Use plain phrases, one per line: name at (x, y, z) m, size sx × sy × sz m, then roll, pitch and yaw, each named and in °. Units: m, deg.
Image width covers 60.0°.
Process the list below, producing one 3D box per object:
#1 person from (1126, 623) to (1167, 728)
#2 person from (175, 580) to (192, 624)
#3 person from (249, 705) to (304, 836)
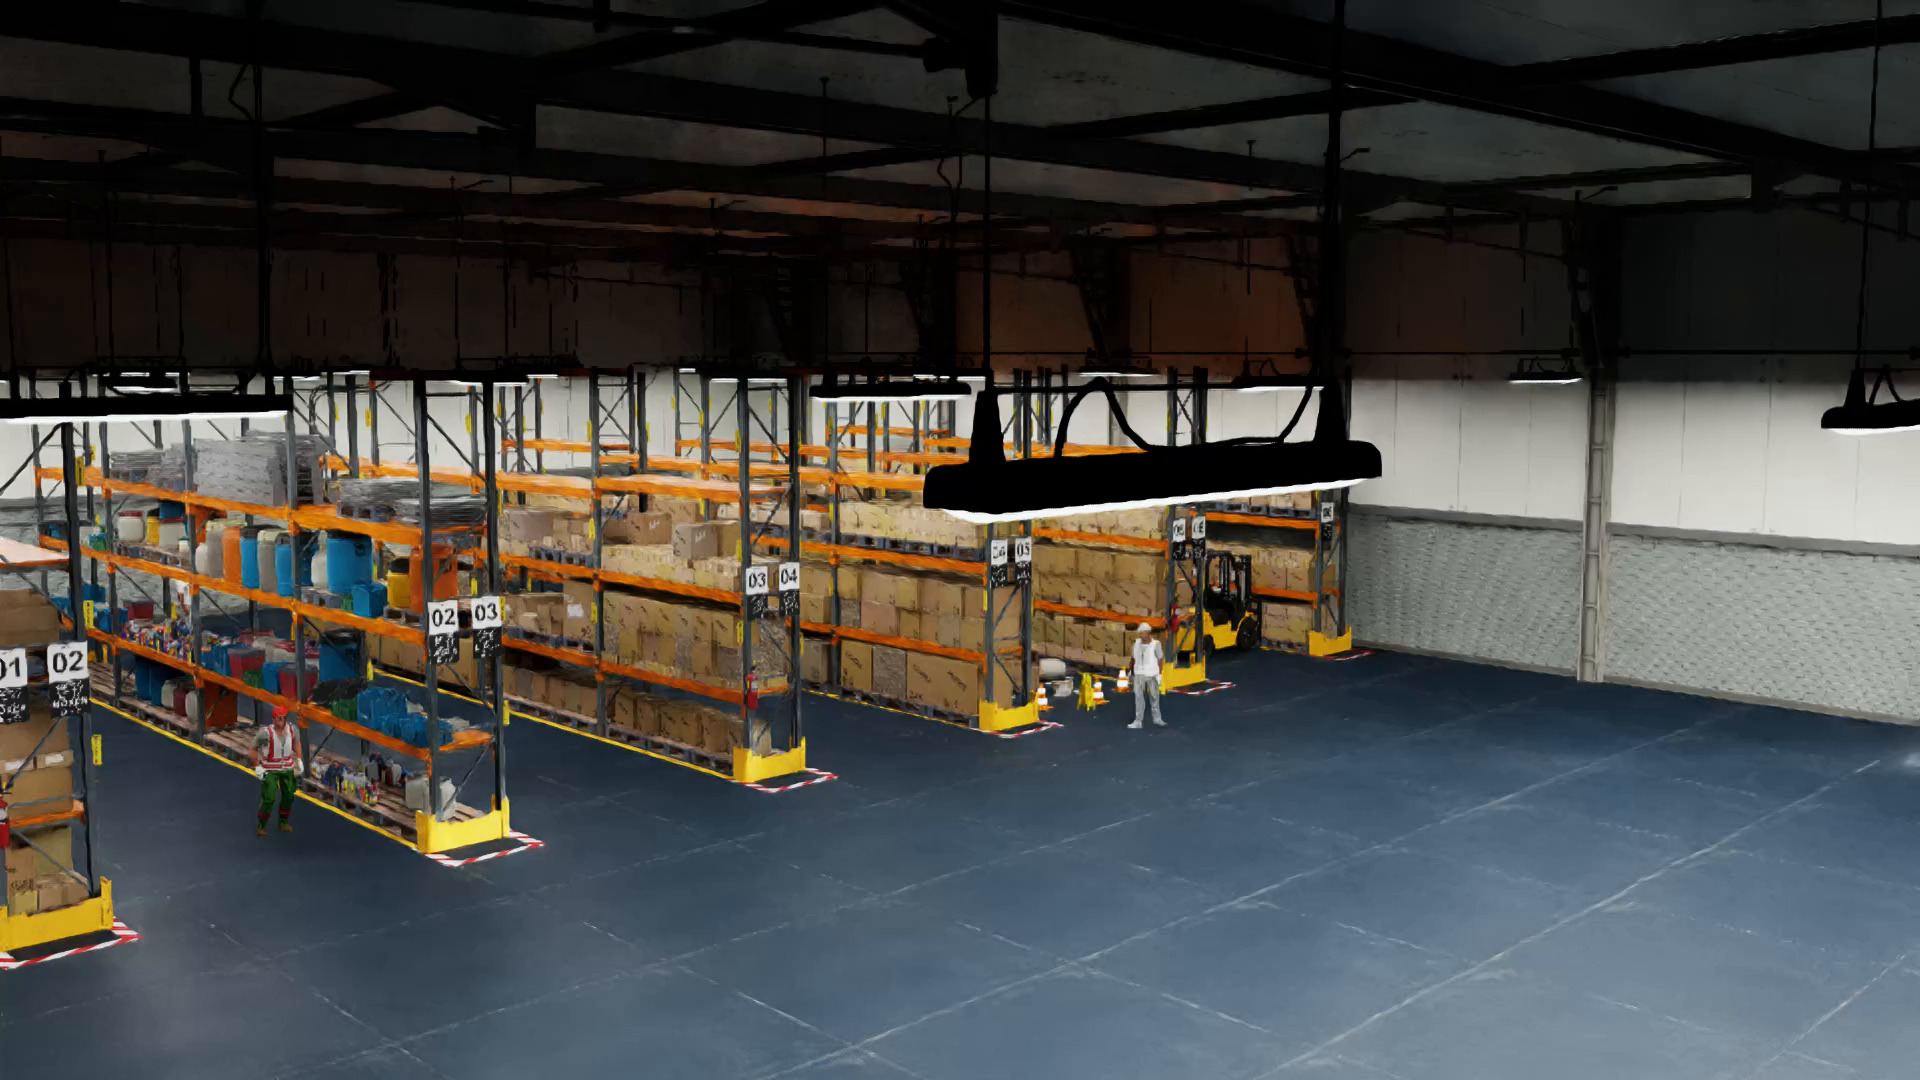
person at (3.153, 2.282, 28.106) m, size 0.680 × 1.789 × 0.559 m, roll 3°, pitch 7°, yaw 25°
person at (-16.745, 1.410, 35.769) m, size 0.463 × 1.761 × 0.720 m, roll -2°, pitch 7°, yaw -13°
person at (-8.959, 3.013, 21.847) m, size 0.547 × 1.742 × 0.677 m, roll 6°, pitch 9°, yaw 44°
